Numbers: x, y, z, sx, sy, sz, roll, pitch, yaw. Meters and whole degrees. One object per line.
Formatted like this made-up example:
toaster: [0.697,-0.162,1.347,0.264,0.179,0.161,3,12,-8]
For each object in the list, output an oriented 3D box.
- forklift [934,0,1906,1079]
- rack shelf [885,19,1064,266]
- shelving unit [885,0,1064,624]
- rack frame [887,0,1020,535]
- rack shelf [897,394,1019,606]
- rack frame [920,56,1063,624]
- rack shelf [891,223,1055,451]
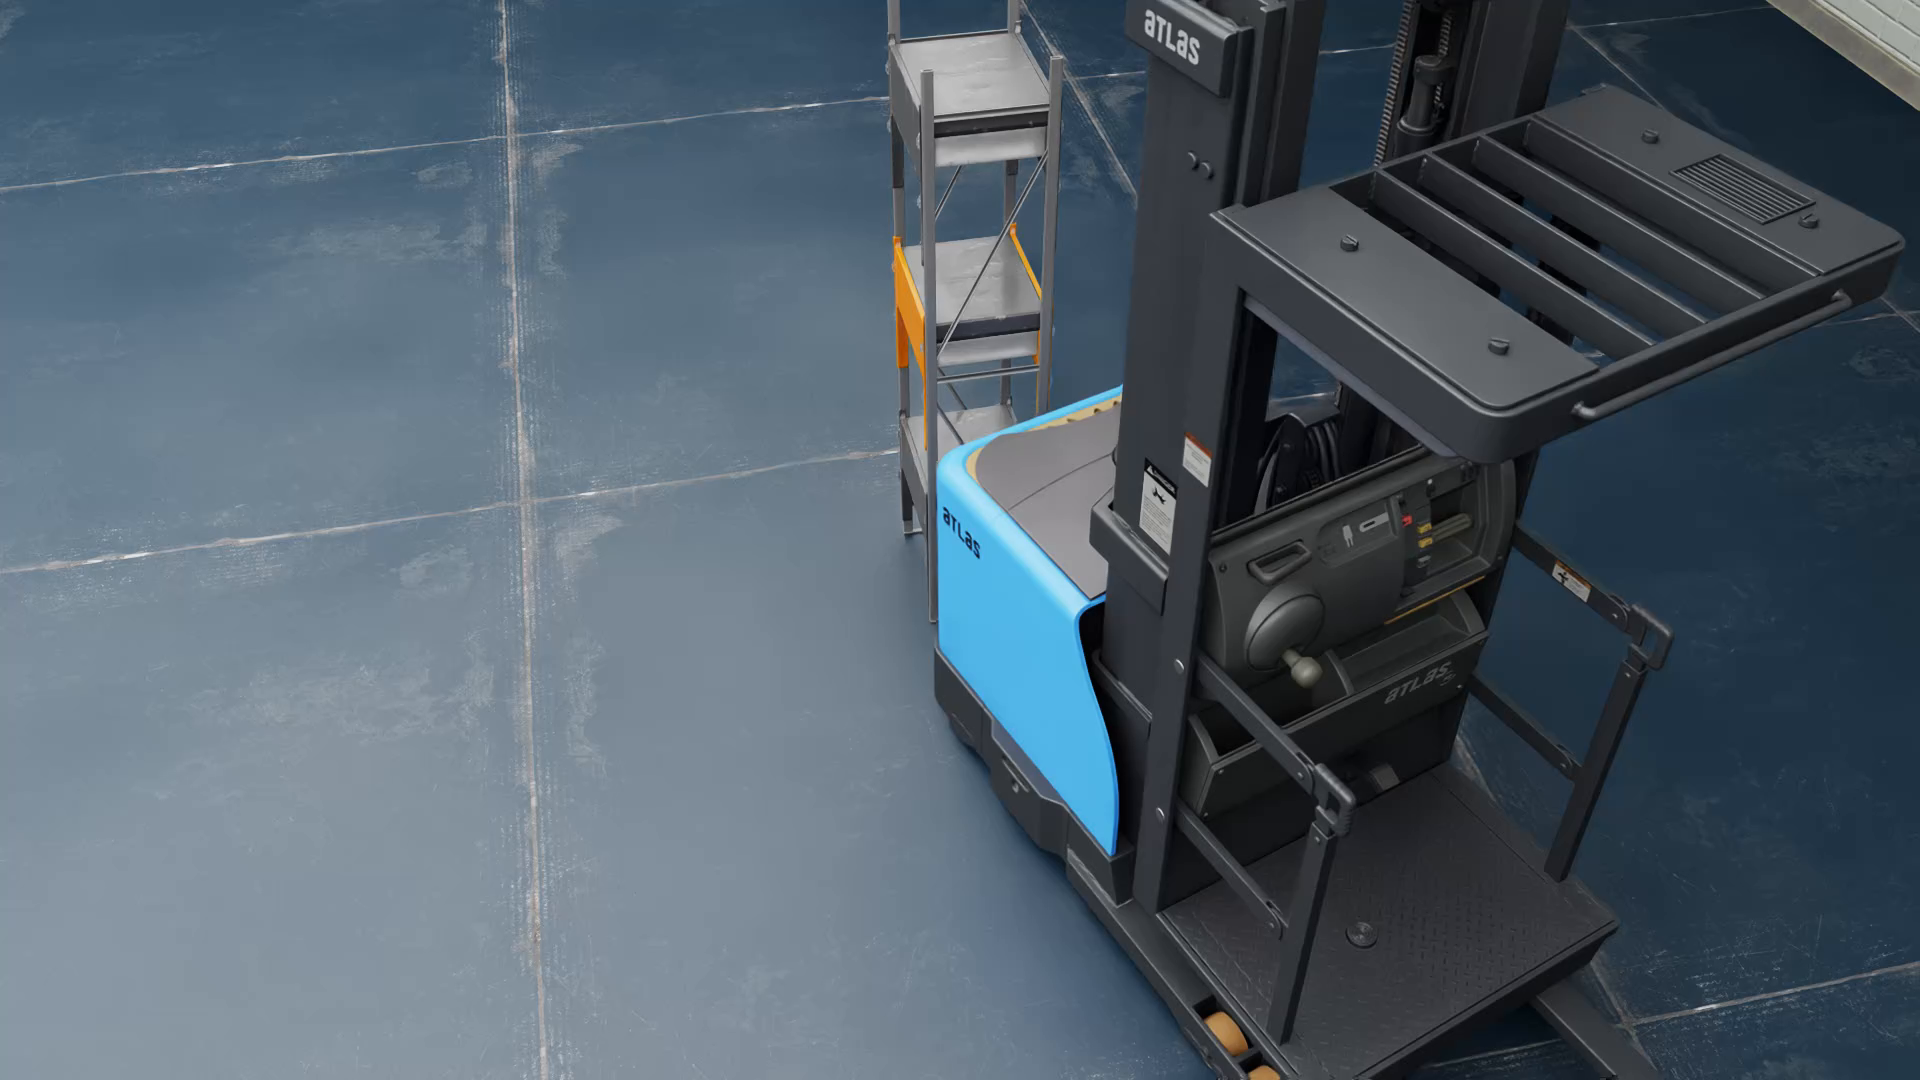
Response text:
forklift: [1.103,0.127,3.899,1.130,2.935,3.031,-22,46,-23]
rack shelf: [0.036,-1.191,4.976,0.431,0.518,0.480,-8,42,-9]
shelving unit: [0.036,-0.678,5.432,0.431,2.100,0.503,-8,42,-9]
rack frame: [-0.017,-0.836,5.610,0.400,2.100,0.015,-8,42,-9]
rack shelf: [0.036,-0.144,5.906,0.431,0.518,0.480,-8,42,-9]
rack frame: [0.088,-0.520,5.254,0.400,2.100,0.015,-8,42,-9]
rack shelf: [0.036,-0.668,5.441,0.431,0.518,0.480,-8,42,-9]
